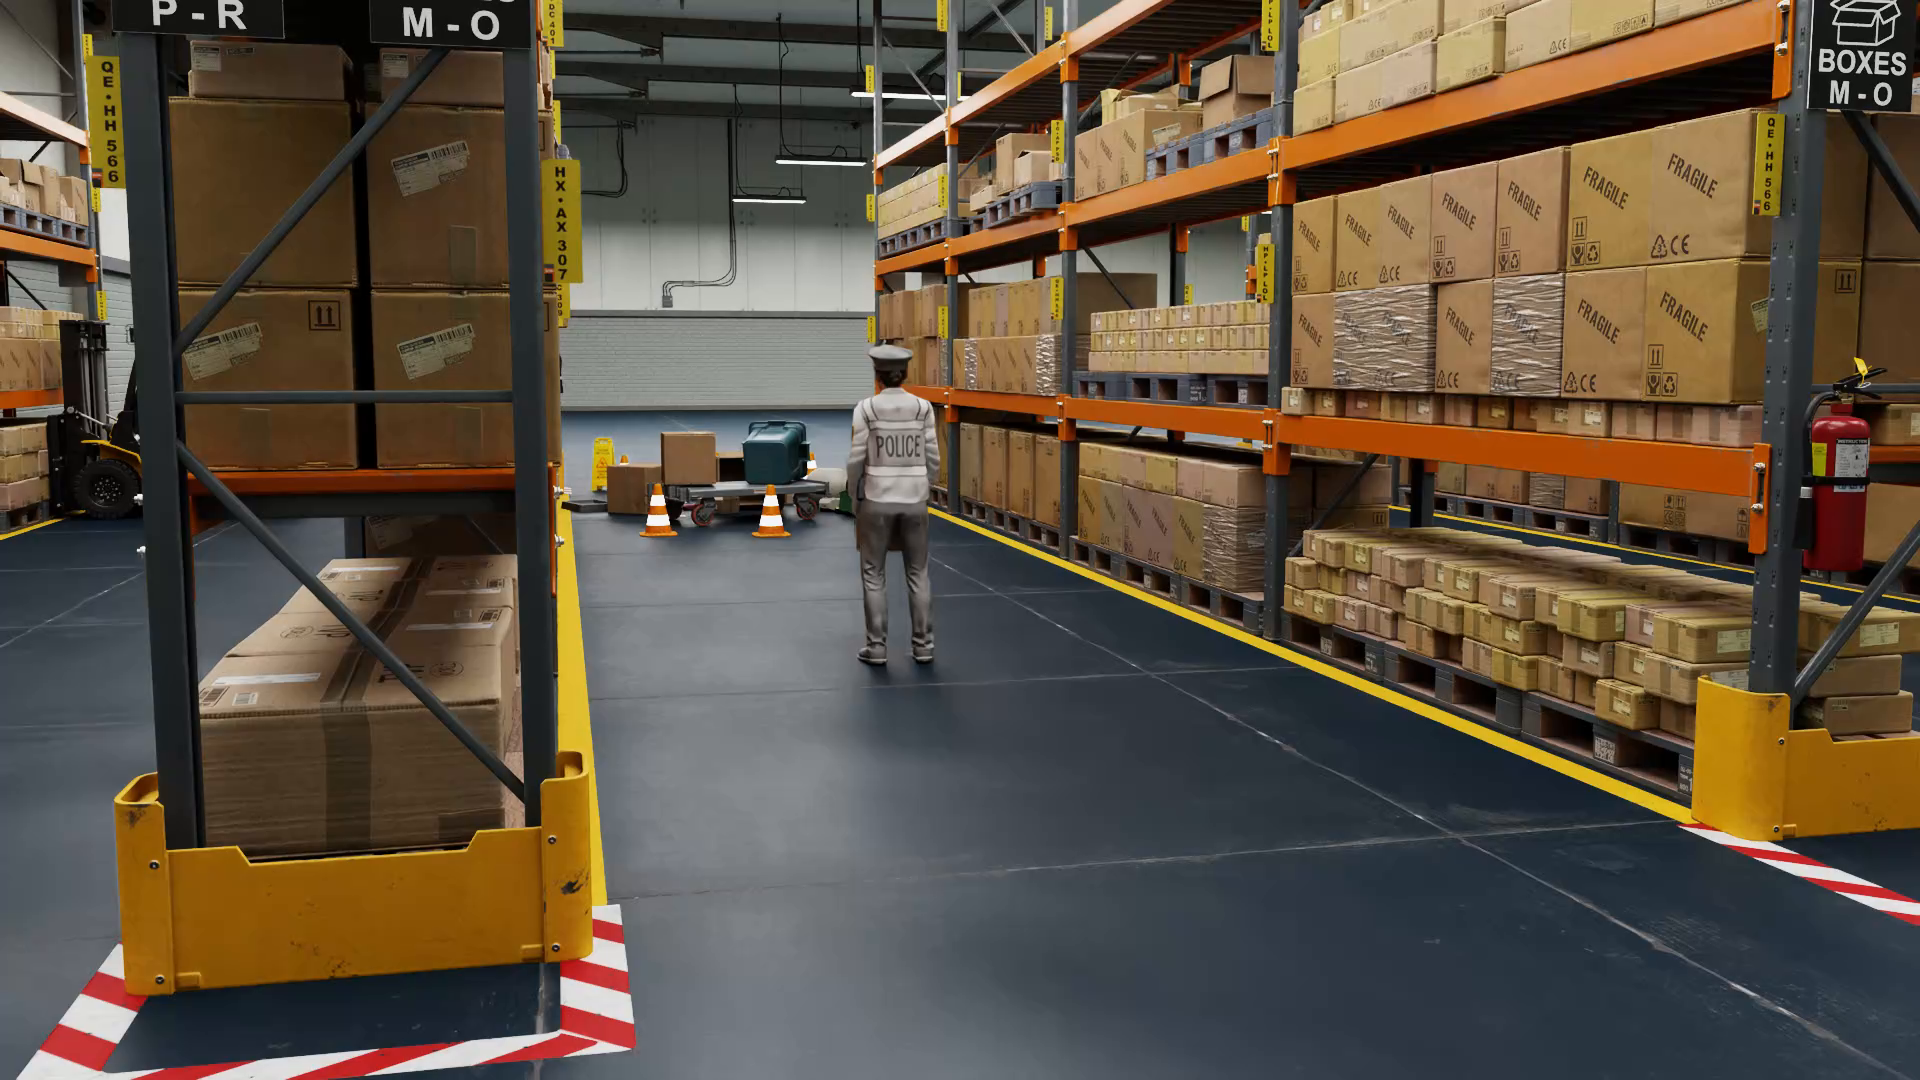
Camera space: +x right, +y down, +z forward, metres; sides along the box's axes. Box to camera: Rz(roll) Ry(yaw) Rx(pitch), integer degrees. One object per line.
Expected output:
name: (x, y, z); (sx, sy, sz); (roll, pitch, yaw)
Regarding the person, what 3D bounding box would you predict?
person: (-0.356, -0.186, 8.794); (0.502, 1.680, 0.385); (-2, 6, -15)
